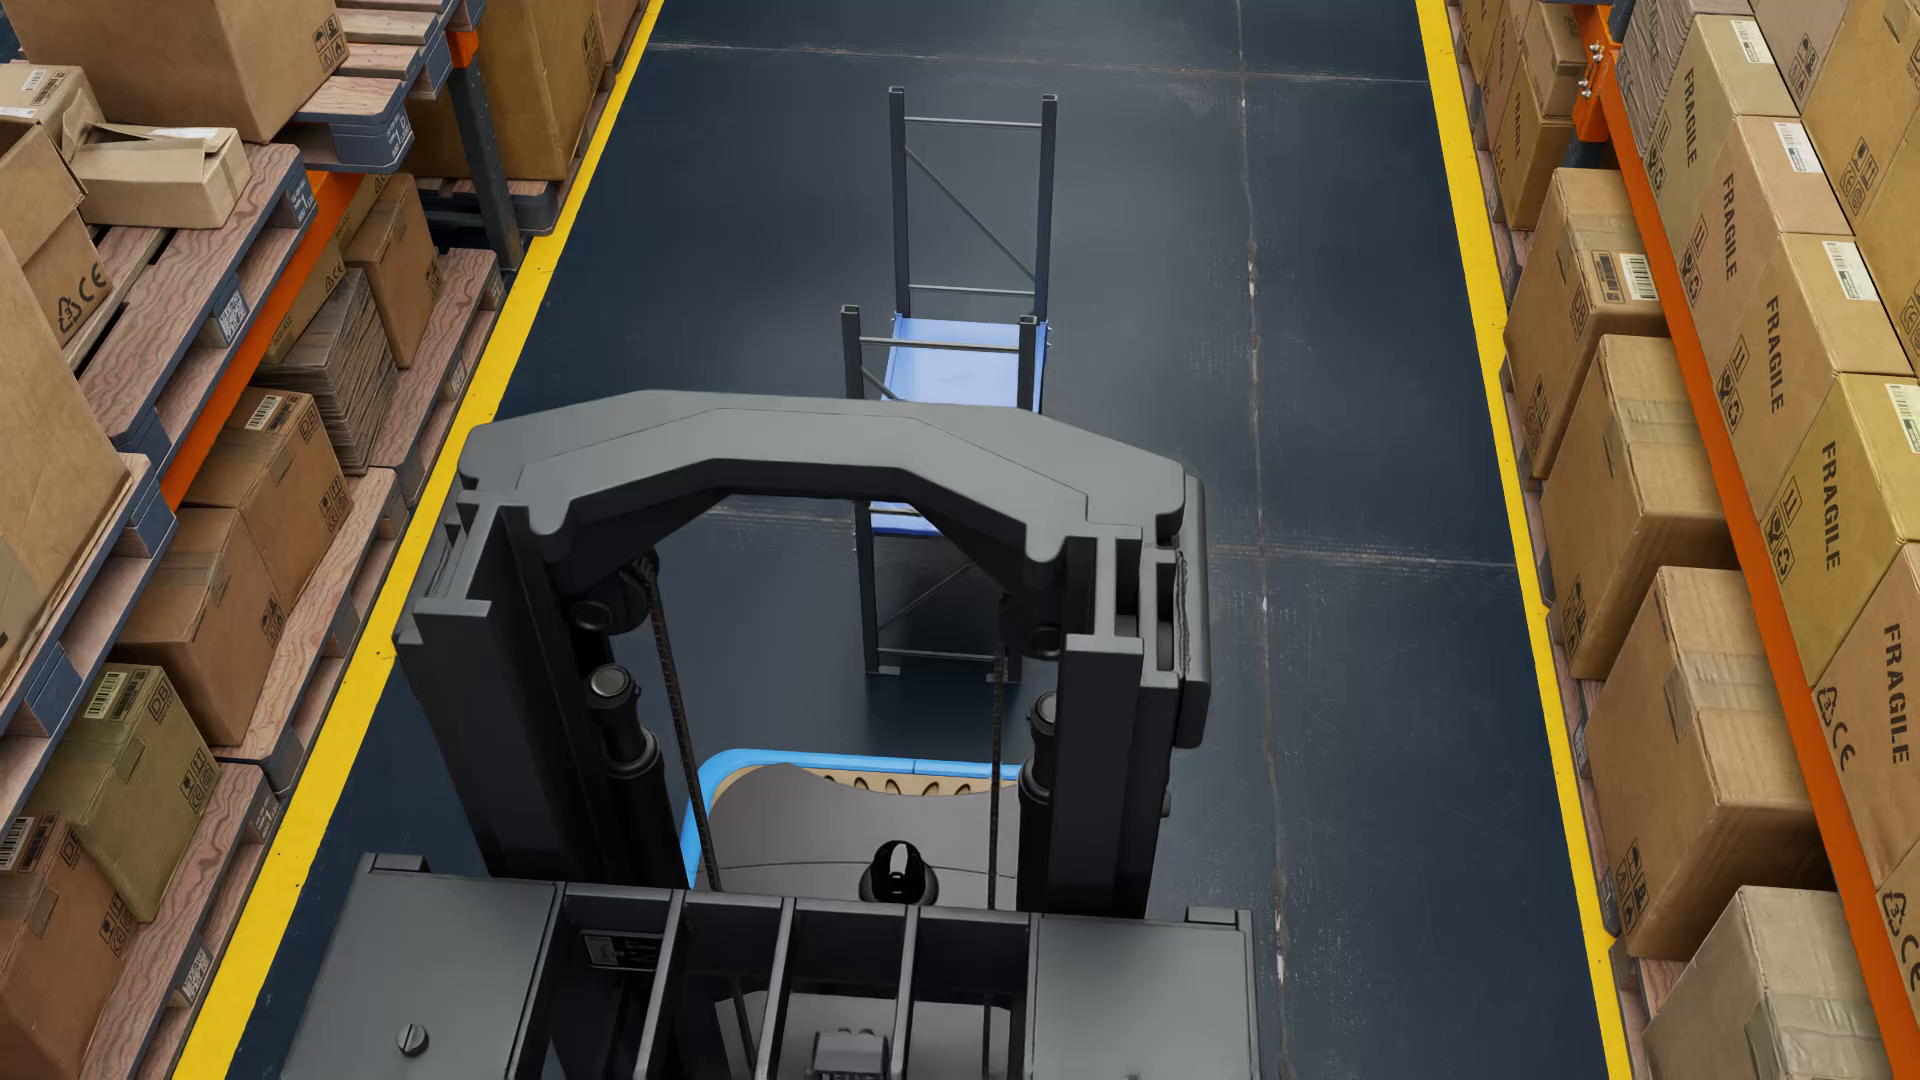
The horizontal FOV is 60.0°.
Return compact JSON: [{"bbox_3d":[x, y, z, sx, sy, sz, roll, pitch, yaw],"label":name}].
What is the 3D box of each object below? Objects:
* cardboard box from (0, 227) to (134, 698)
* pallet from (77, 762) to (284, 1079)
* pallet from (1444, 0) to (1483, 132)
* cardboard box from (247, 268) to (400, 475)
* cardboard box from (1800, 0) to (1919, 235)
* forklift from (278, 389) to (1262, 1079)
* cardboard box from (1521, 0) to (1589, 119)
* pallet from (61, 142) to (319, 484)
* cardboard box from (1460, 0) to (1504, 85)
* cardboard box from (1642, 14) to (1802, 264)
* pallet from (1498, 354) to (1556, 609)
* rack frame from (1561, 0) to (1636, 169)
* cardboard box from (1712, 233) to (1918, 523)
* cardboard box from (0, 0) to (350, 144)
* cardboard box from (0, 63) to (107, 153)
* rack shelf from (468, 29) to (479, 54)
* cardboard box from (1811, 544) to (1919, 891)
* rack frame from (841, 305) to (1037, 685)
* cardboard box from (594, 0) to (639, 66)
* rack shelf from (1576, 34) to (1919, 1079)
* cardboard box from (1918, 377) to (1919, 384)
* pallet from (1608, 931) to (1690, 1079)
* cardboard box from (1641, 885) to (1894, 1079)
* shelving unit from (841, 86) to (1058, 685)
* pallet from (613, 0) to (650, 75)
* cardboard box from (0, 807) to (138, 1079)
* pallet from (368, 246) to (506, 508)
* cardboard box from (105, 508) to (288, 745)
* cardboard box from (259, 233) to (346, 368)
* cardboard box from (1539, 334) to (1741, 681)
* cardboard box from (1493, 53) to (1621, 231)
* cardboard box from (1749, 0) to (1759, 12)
[{"bbox_3d":[-2.440,-0.149,3.162,1.000,1.000,1.000,4,48,4],"label":"cardboard box"},{"bbox_3d":[-2.582,1.138,4.566,1.003,0.211,1.213,4,48,4],"label":"pallet"},{"bbox_3d":[2.829,-2.289,7.701,1.003,0.211,1.213,4,48,4],"label":"pallet"},{"bbox_3d":[-2.366,-0.573,5.637,0.700,0.500,0.500,0,48,0],"label":"cardboard box"},{"bbox_3d":[2.503,-1.055,3.937,0.700,0.500,0.500,3,48,3],"label":"cardboard box"},{"bbox_3d":[-0.214,1.328,2.549,1.130,2.935,3.031,3,48,3],"label":"forklift"},{"bbox_3d":[2.444,-1.833,6.295,0.500,0.250,0.500,3,48,3],"label":"cardboard box"},{"bbox_3d":[-2.427,-0.648,4.440,1.003,0.211,1.213,4,48,4],"label":"pallet"},{"bbox_3d":[2.526,-2.332,7.260,0.500,0.500,0.500,2,48,2],"label":"cardboard box"},{"bbox_3d":[2.290,-1.110,4.665,0.500,0.500,0.500,3,48,3],"label":"cardboard box"},{"bbox_3d":[2.496,-0.247,5.833,1.003,0.211,1.213,4,48,4],"label":"pallet"},{"bbox_3d":[2.643,-1.762,5.329,1.000,3.000,0.127,4,48,4],"label":"rack frame"},{"bbox_3d":[2.196,-0.374,3.991,0.500,0.500,0.500,3,48,3],"label":"cardboard box"},{"bbox_3d":[-2.248,-1.529,4.763,0.700,0.500,0.500,10,48,9],"label":"cardboard box"},{"bbox_3d":[-2.669,-1.045,4.490,0.500,0.250,0.500,3,48,2],"label":"cardboard box"},{"bbox_3d":[-2.105,-3.397,7.311,1.077,0.370,4.000,4,48,4],"label":"rack shelf"},{"bbox_3d":[2.106,0.371,3.310,0.500,0.500,0.500,3,48,3],"label":"cardboard box"},{"bbox_3d":[-0.054,-0.070,4.798,0.500,1.500,0.032,4,48,4],"label":"rack frame"},{"bbox_3d":[-2.115,-2.755,7.392,1.225,0.875,0.875,4,48,4],"label":"cardboard box"},{"bbox_3d":[2.461,-0.050,4.250,1.077,0.370,4.000,4,48,4],"label":"rack shelf"},{"bbox_3d":[2.409,-0.309,3.254,0.700,0.500,0.500,4,48,4],"label":"cardboard box"},{"bbox_3d":[2.274,1.546,4.193,1.003,0.211,1.213,4,48,4],"label":"pallet"},{"bbox_3d":[2.245,1.333,3.738,1.050,0.750,0.750,4,48,3],"label":"cardboard box"},{"bbox_3d":[-0.008,-0.443,5.139,0.538,1.500,1.048,4,48,4],"label":"shelving unit"},{"bbox_3d":[-2.027,-2.697,8.074,1.003,0.211,1.213,4,48,4],"label":"pallet"},{"bbox_3d":[-2.574,1.015,4.185,0.700,0.500,0.500,1,48,1],"label":"cardboard box"},{"bbox_3d":[-2.360,-0.655,6.206,1.003,0.211,1.213,4,48,4],"label":"pallet"},{"bbox_3d":[-2.462,0.254,4.880,0.700,0.500,0.500,0,48,0],"label":"cardboard box"},{"bbox_3d":[-2.357,-0.843,5.376,0.500,0.250,0.500,9,48,8],"label":"cardboard box"},{"bbox_3d":[2.422,-0.060,5.012,1.050,0.750,0.750,5,48,4],"label":"cardboard box"},{"bbox_3d":[2.443,-1.561,6.555,0.500,0.500,0.500,4,48,3],"label":"cardboard box"},{"bbox_3d":[2.592,-1.804,4.622,0.700,0.500,0.500,4,48,3],"label":"cardboard box"}]
